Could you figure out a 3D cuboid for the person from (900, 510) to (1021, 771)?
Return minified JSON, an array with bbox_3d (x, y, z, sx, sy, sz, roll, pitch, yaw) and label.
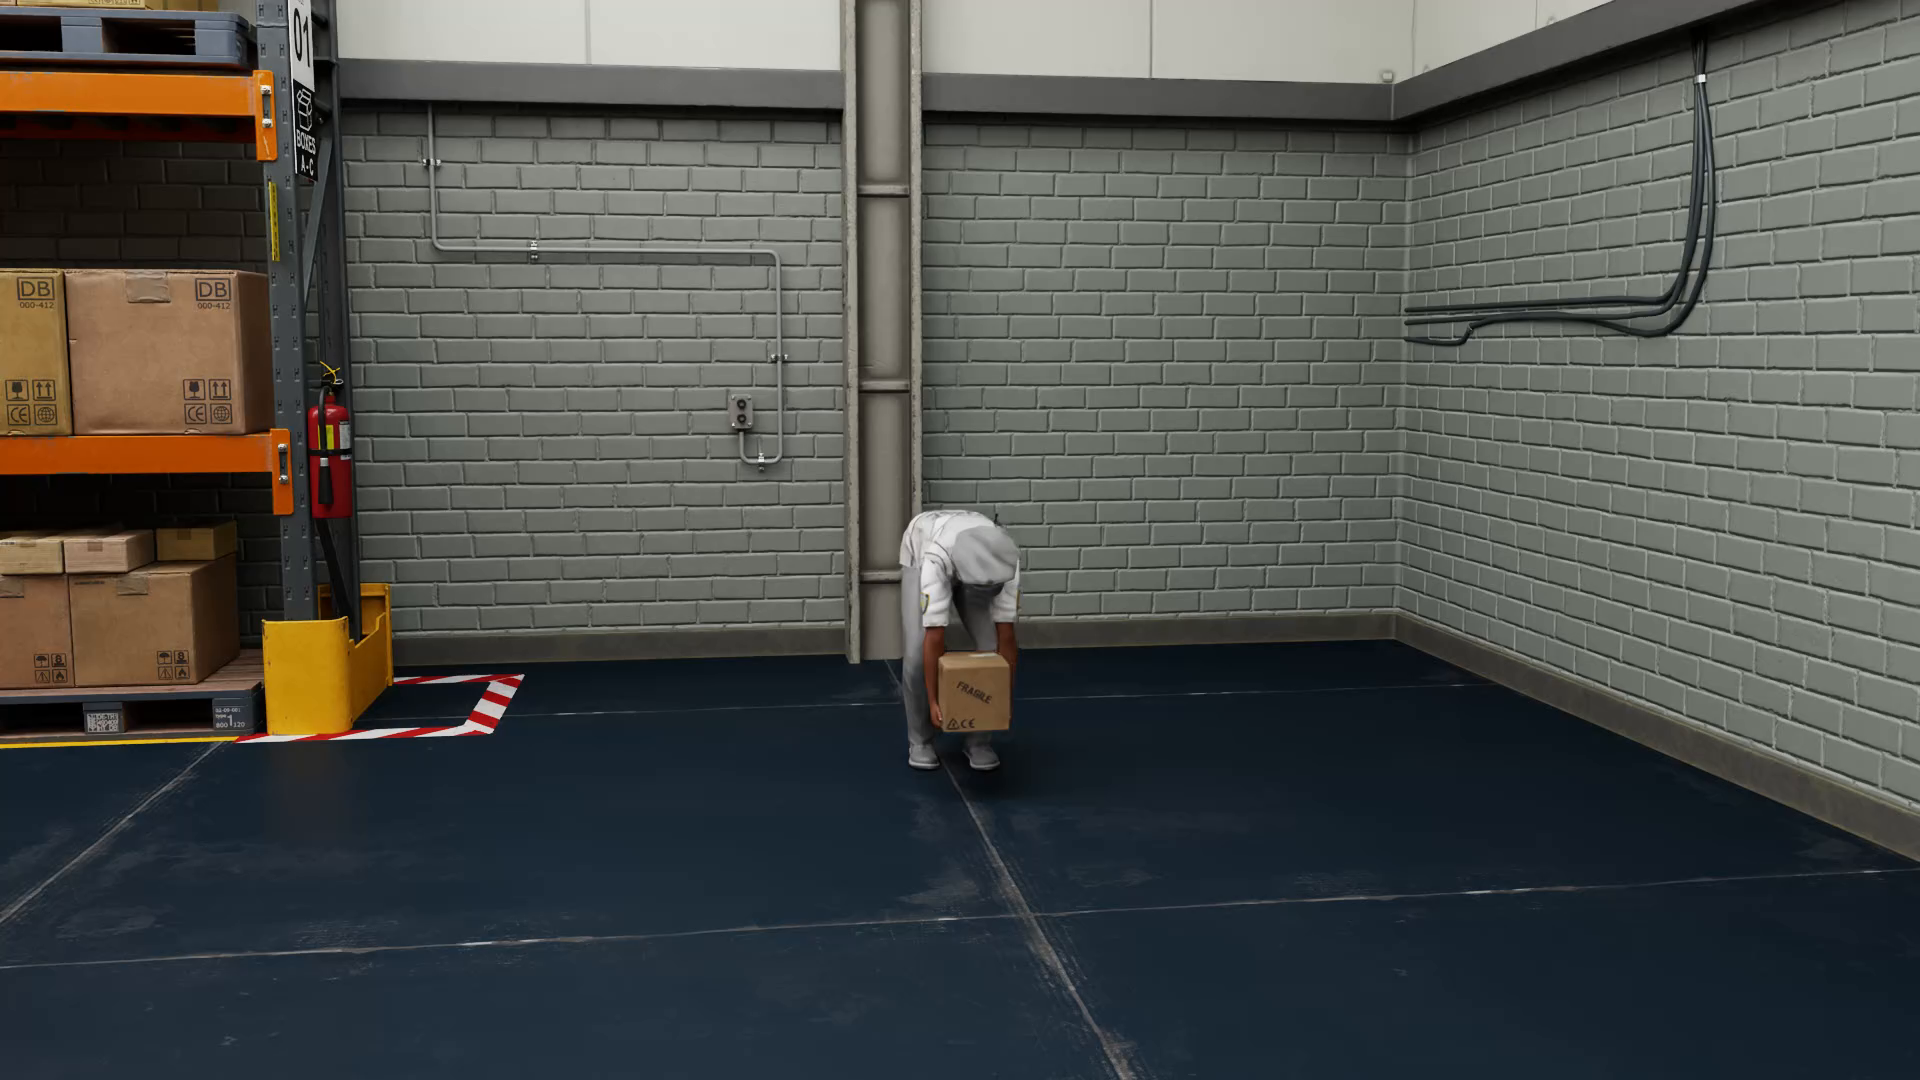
[{"bbox_3d":[0.008,0.412,6.501,0.426,1.041,0.940,-1,7,-11],"label":"person"}]
